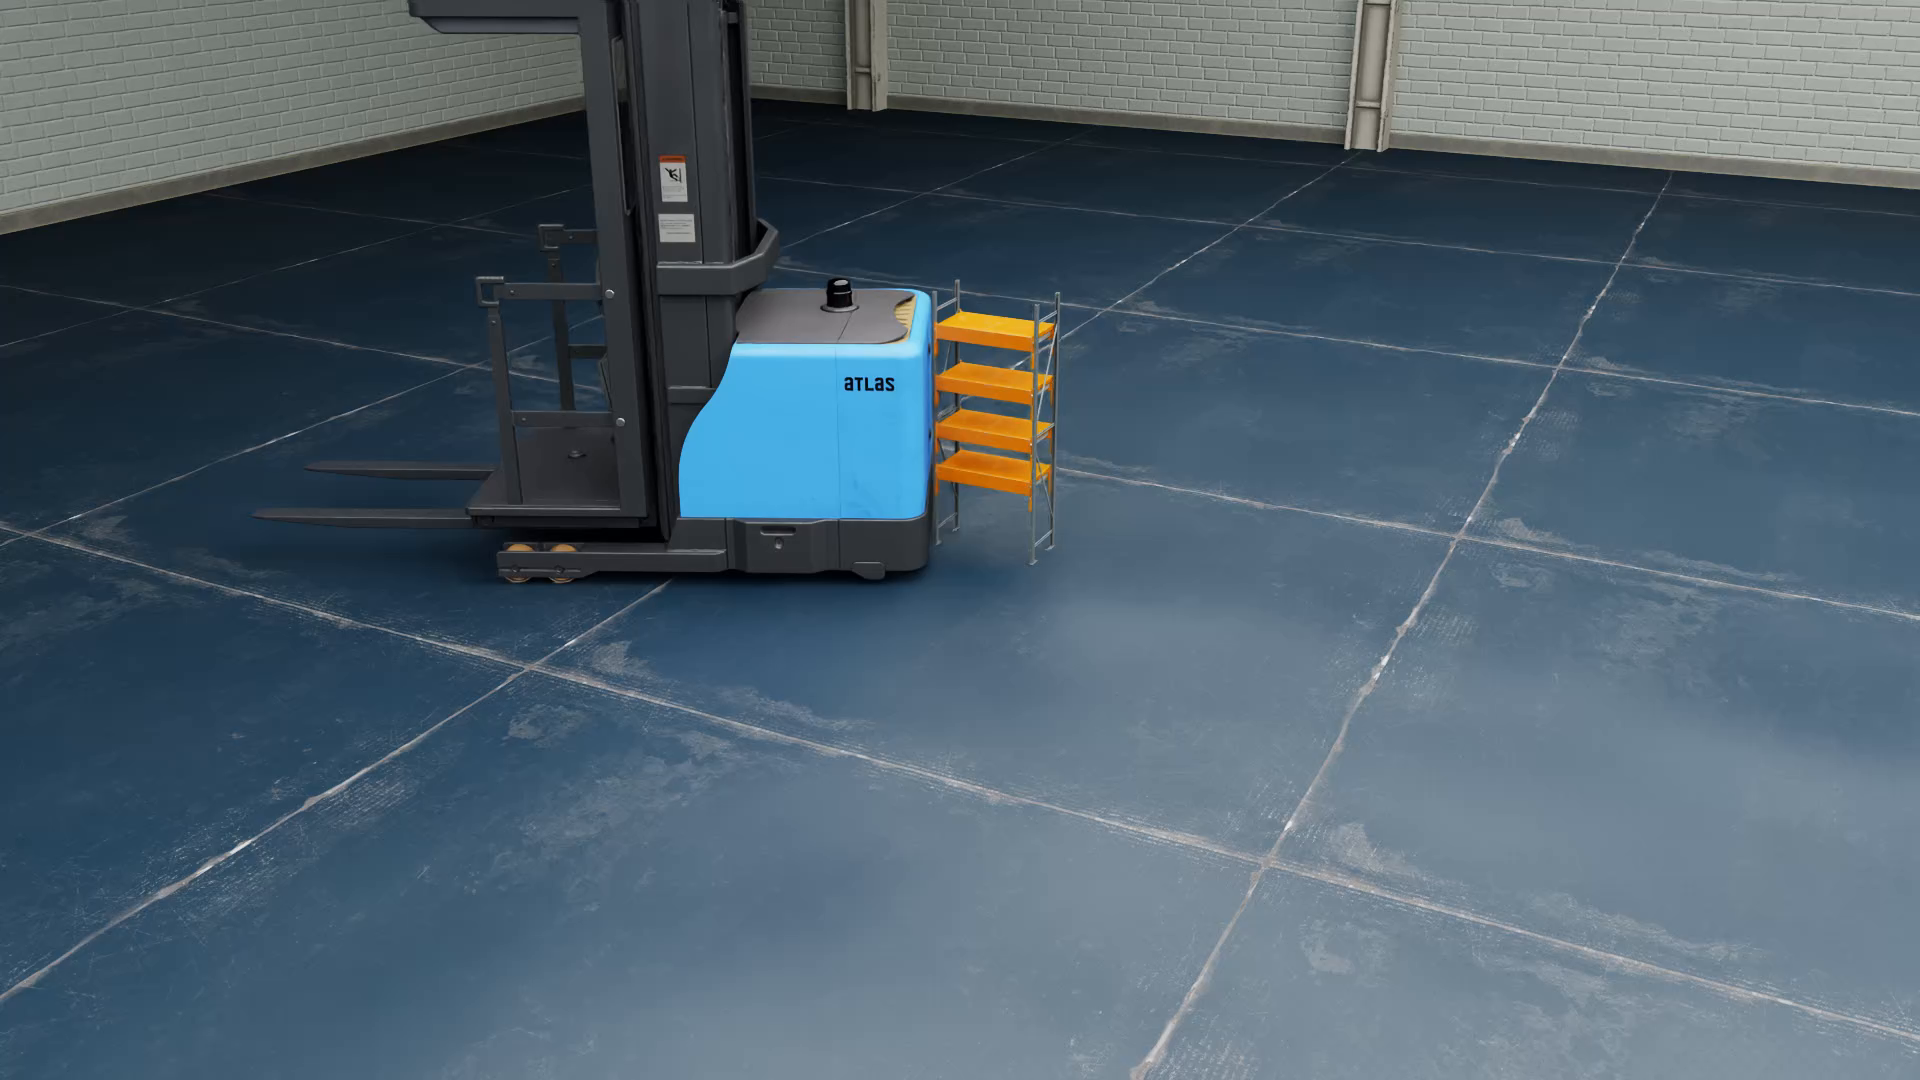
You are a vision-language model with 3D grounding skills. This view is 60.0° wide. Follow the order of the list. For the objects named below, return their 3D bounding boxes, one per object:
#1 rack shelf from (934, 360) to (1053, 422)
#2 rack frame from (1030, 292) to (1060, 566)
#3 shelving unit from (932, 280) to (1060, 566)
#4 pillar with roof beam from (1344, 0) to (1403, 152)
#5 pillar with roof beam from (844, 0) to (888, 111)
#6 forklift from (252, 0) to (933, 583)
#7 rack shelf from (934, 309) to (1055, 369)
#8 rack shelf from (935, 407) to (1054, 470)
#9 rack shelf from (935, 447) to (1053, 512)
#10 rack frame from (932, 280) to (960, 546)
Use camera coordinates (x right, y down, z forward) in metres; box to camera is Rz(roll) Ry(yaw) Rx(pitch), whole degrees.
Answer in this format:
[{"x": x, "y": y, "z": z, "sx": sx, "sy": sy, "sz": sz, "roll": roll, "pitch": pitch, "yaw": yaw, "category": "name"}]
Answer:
[{"x": 0.156, "y": -0.667, "z": 7.385, "sx": 0.480, "sy": 0.148, "sz": 0.258, "roll": 11, "pitch": 25, "yaw": 25, "category": "rack shelf"}, {"x": 0.374, "y": -0.480, "z": 7.345, "sx": 0.015, "sy": 1.200, "sz": 0.240, "roll": 11, "pitch": 25, "yaw": 25, "category": "rack frame"}, {"x": 0.156, "y": -0.523, "z": 7.446, "sx": 0.503, "sy": 1.200, "sz": 0.258, "roll": 11, "pitch": 25, "yaw": 25, "category": "shelving unit"}, {"x": 2.308, "y": -6.737, "z": 12.092, "sx": 0.400, "sy": 9.000, "sz": 9.100, "roll": 11, "pitch": 25, "yaw": 25, "category": "pillar with roof beam"}, {"x": -3.047, "y": -7.796, "z": 14.583, "sx": 0.400, "sy": 9.000, "sz": 9.100, "roll": 11, "pitch": 25, "yaw": 25, "category": "pillar with roof beam"}, {"x": -1.647, "y": -1.365, "z": 7.215, "sx": 3.031, "sy": 2.935, "sz": 1.130, "roll": 1, "pitch": 23, "yaw": 1, "category": "forklift"}, {"x": 0.156, "y": -0.884, "z": 7.293, "sx": 0.480, "sy": 0.148, "sz": 0.258, "roll": 11, "pitch": 25, "yaw": 25, "category": "rack shelf"}, {"x": 0.156, "y": -0.461, "z": 7.473, "sx": 0.480, "sy": 0.148, "sz": 0.258, "roll": 11, "pitch": 25, "yaw": 25, "category": "rack shelf"}, {"x": 0.156, "y": -0.278, "z": 7.550, "sx": 0.480, "sy": 0.148, "sz": 0.258, "roll": 11, "pitch": 25, "yaw": 25, "category": "rack shelf"}, {"x": -0.062, "y": -0.566, "z": 7.548, "sx": 0.015, "sy": 1.200, "sz": 0.240, "roll": 11, "pitch": 25, "yaw": 25, "category": "rack frame"}]
